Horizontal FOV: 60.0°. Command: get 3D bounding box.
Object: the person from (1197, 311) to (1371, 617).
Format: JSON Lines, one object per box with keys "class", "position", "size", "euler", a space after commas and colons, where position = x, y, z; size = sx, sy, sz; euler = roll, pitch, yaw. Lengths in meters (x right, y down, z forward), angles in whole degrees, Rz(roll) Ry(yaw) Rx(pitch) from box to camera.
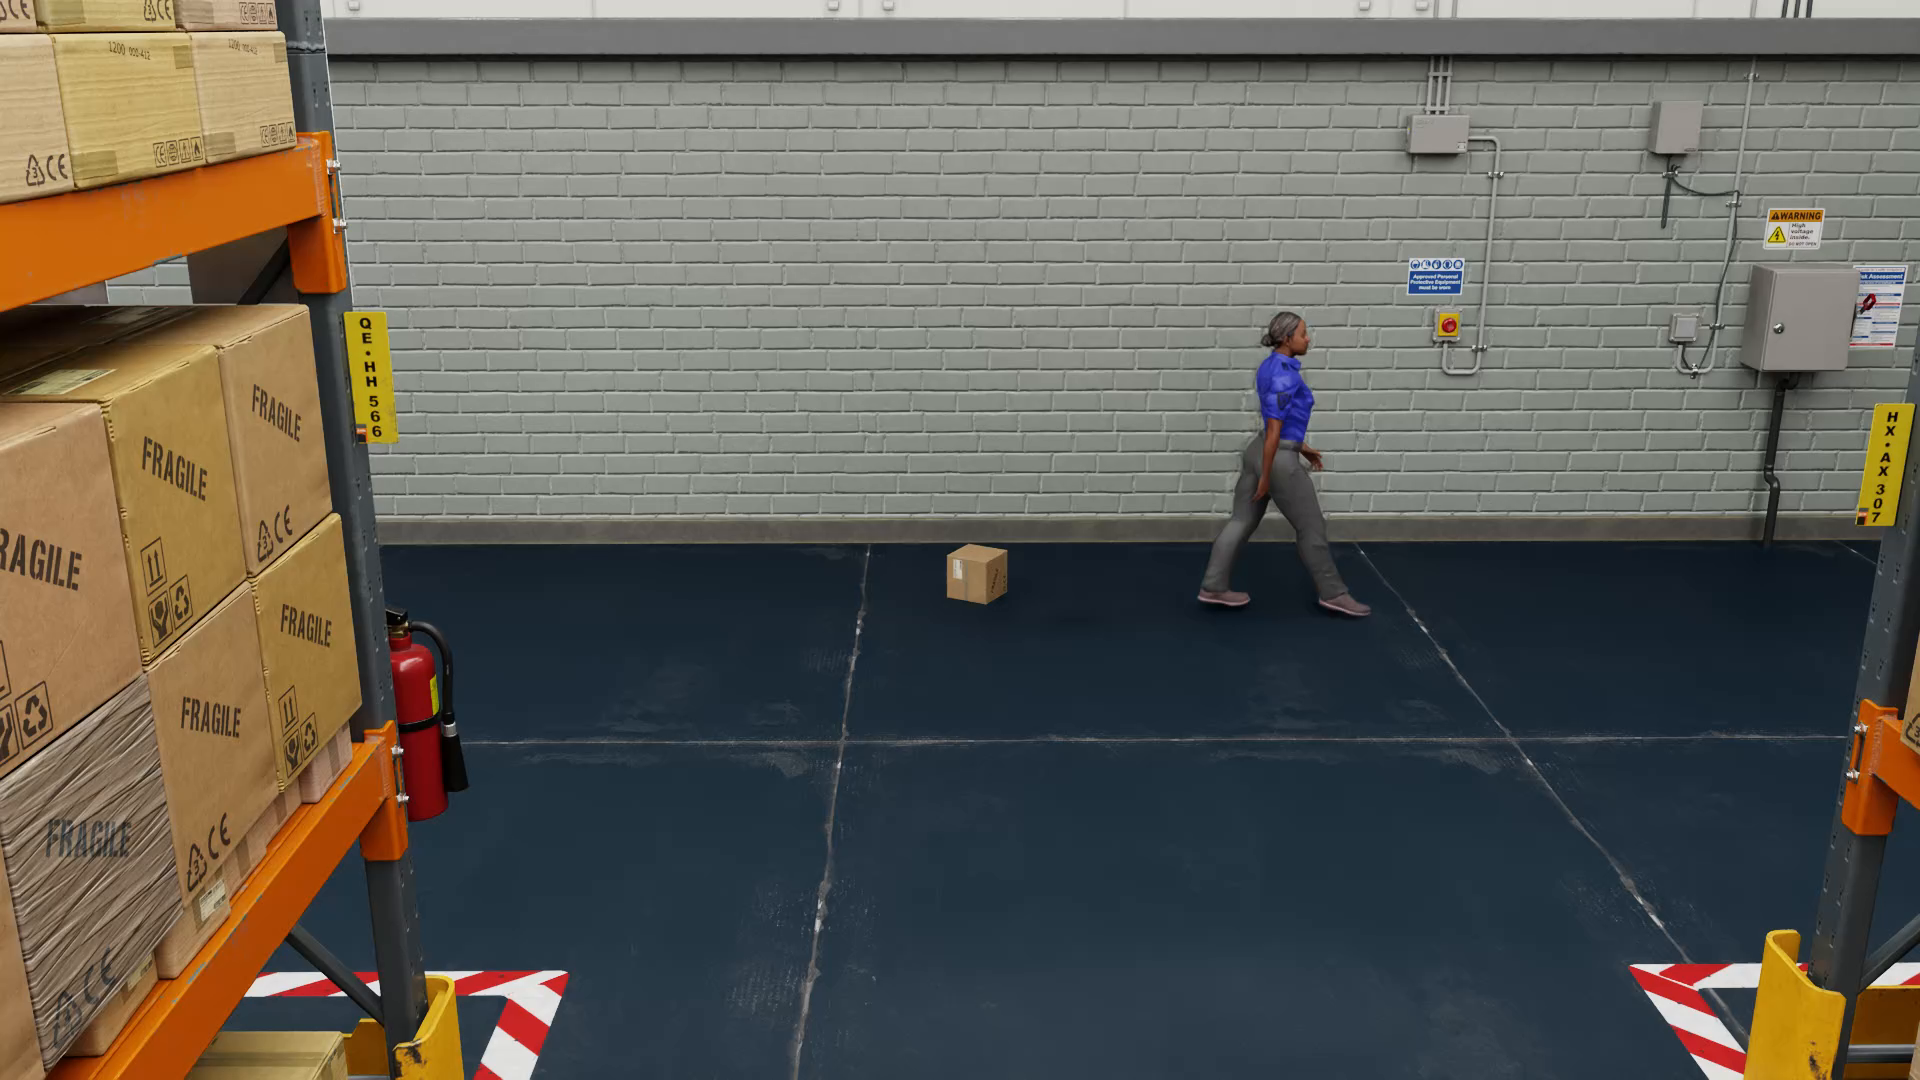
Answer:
{"class": "person", "position": [1.753, -0.405, 8.857], "size": [0.915, 1.636, 0.464], "euler": [-2, 17, -8]}
